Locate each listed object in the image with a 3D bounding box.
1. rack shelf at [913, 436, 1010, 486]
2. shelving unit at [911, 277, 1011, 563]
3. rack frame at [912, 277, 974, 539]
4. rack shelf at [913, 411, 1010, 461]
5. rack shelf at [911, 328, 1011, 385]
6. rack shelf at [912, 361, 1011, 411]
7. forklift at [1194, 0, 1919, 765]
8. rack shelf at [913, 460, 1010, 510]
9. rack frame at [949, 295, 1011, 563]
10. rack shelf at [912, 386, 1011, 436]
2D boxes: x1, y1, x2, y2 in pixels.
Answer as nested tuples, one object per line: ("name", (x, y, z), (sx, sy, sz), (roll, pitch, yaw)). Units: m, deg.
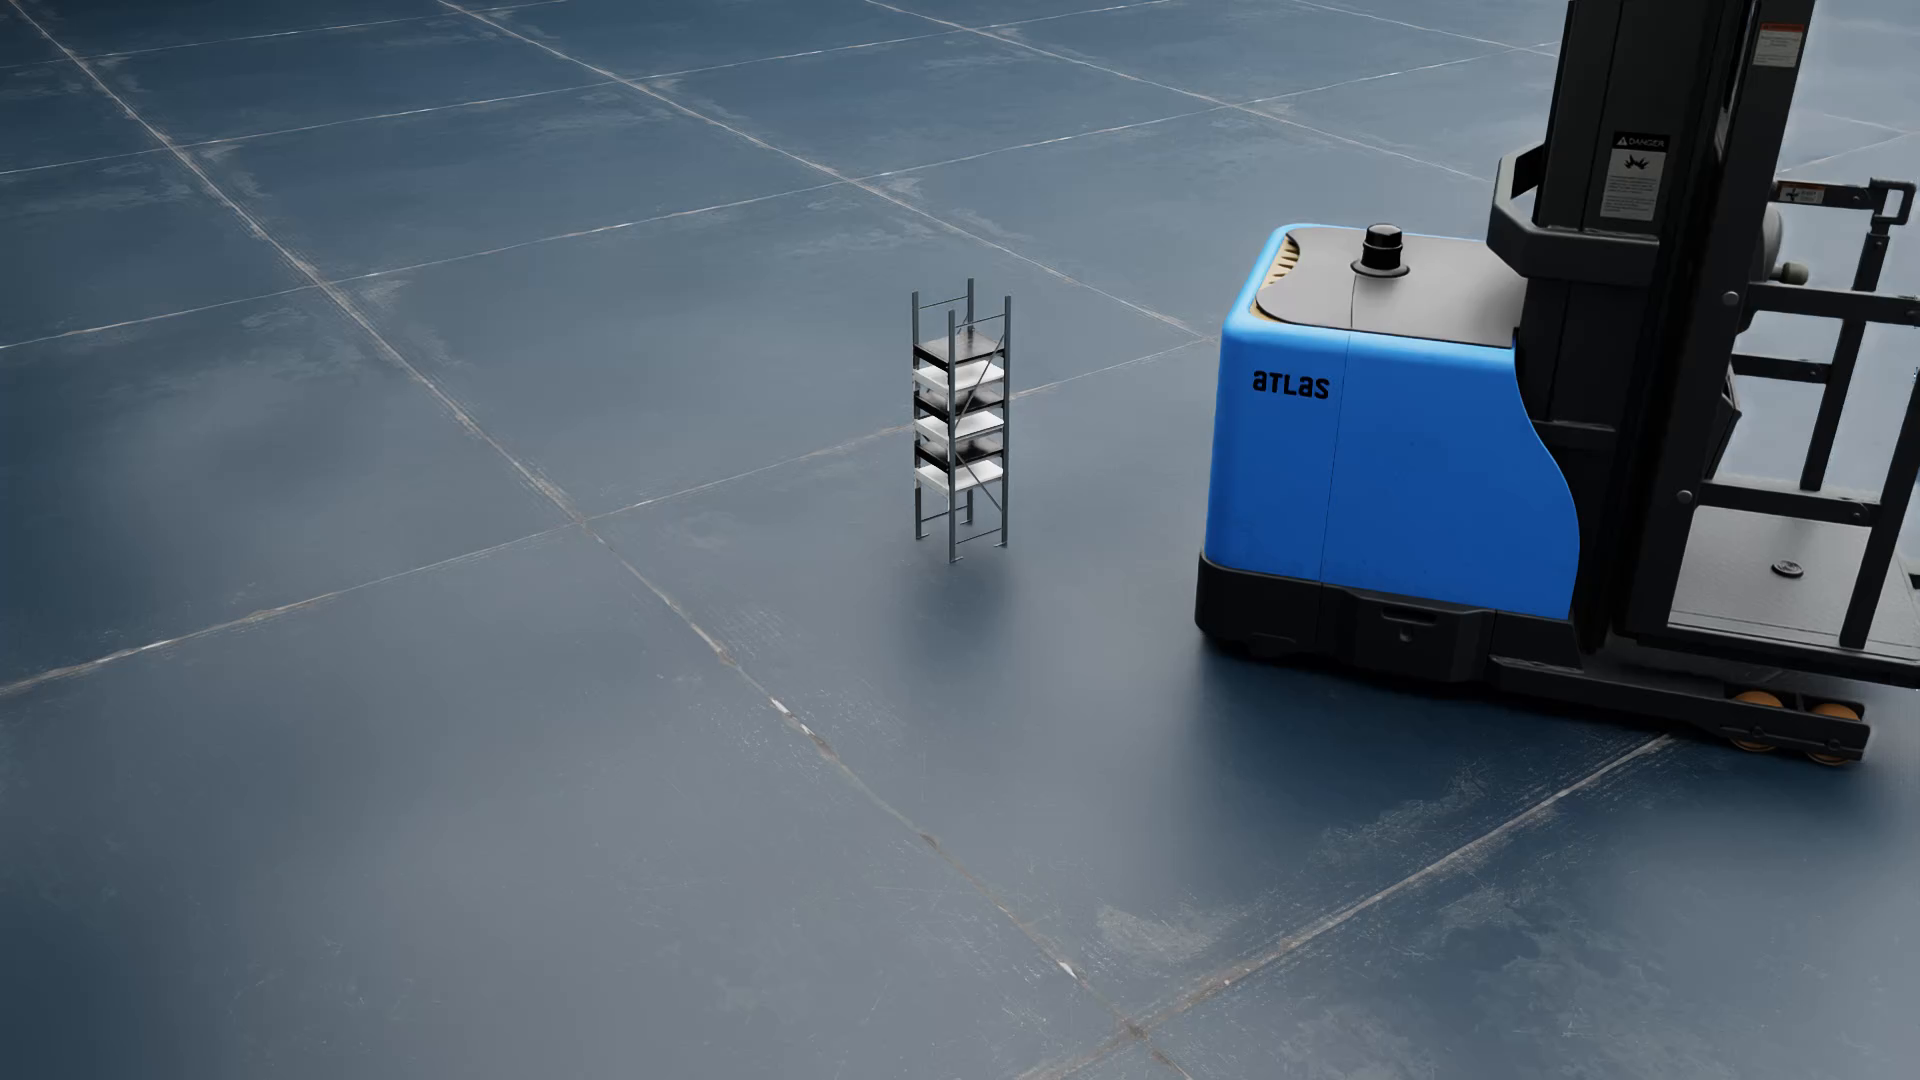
("rack shelf", (0.005, -0.284, 5.588), (0.258, 0.077, 0.200), (-19, 34, -31))
("shelving unit", (0.005, -0.392, 5.529), (0.258, 0.900, 0.210), (-19, 34, -31))
("rack frame", (-0.054, -0.432, 5.602), (0.240, 0.900, 0.006), (-19, 34, -31))
("rack shelf", (0.005, -0.363, 5.545), (0.258, 0.077, 0.200), (-19, 34, -31))
("rack shelf", (0.005, -0.600, 5.416), (0.258, 0.077, 0.200), (-19, 34, -31))
("rack shelf", (0.005, -0.521, 5.459), (0.258, 0.077, 0.200), (-19, 34, -31))
("forklift", (2.300, -0.951, 4.430), (3.031, 2.935, 1.130), (9, 30, 16))
("rack shelf", (0.005, -0.205, 5.631), (0.258, 0.077, 0.200), (-19, 34, -31))
("rack frame", (0.064, -0.353, 5.457), (0.240, 0.900, 0.006), (-19, 34, -31))
("rack shelf", (0.005, -0.442, 5.502), (0.258, 0.077, 0.200), (-19, 34, -31))
